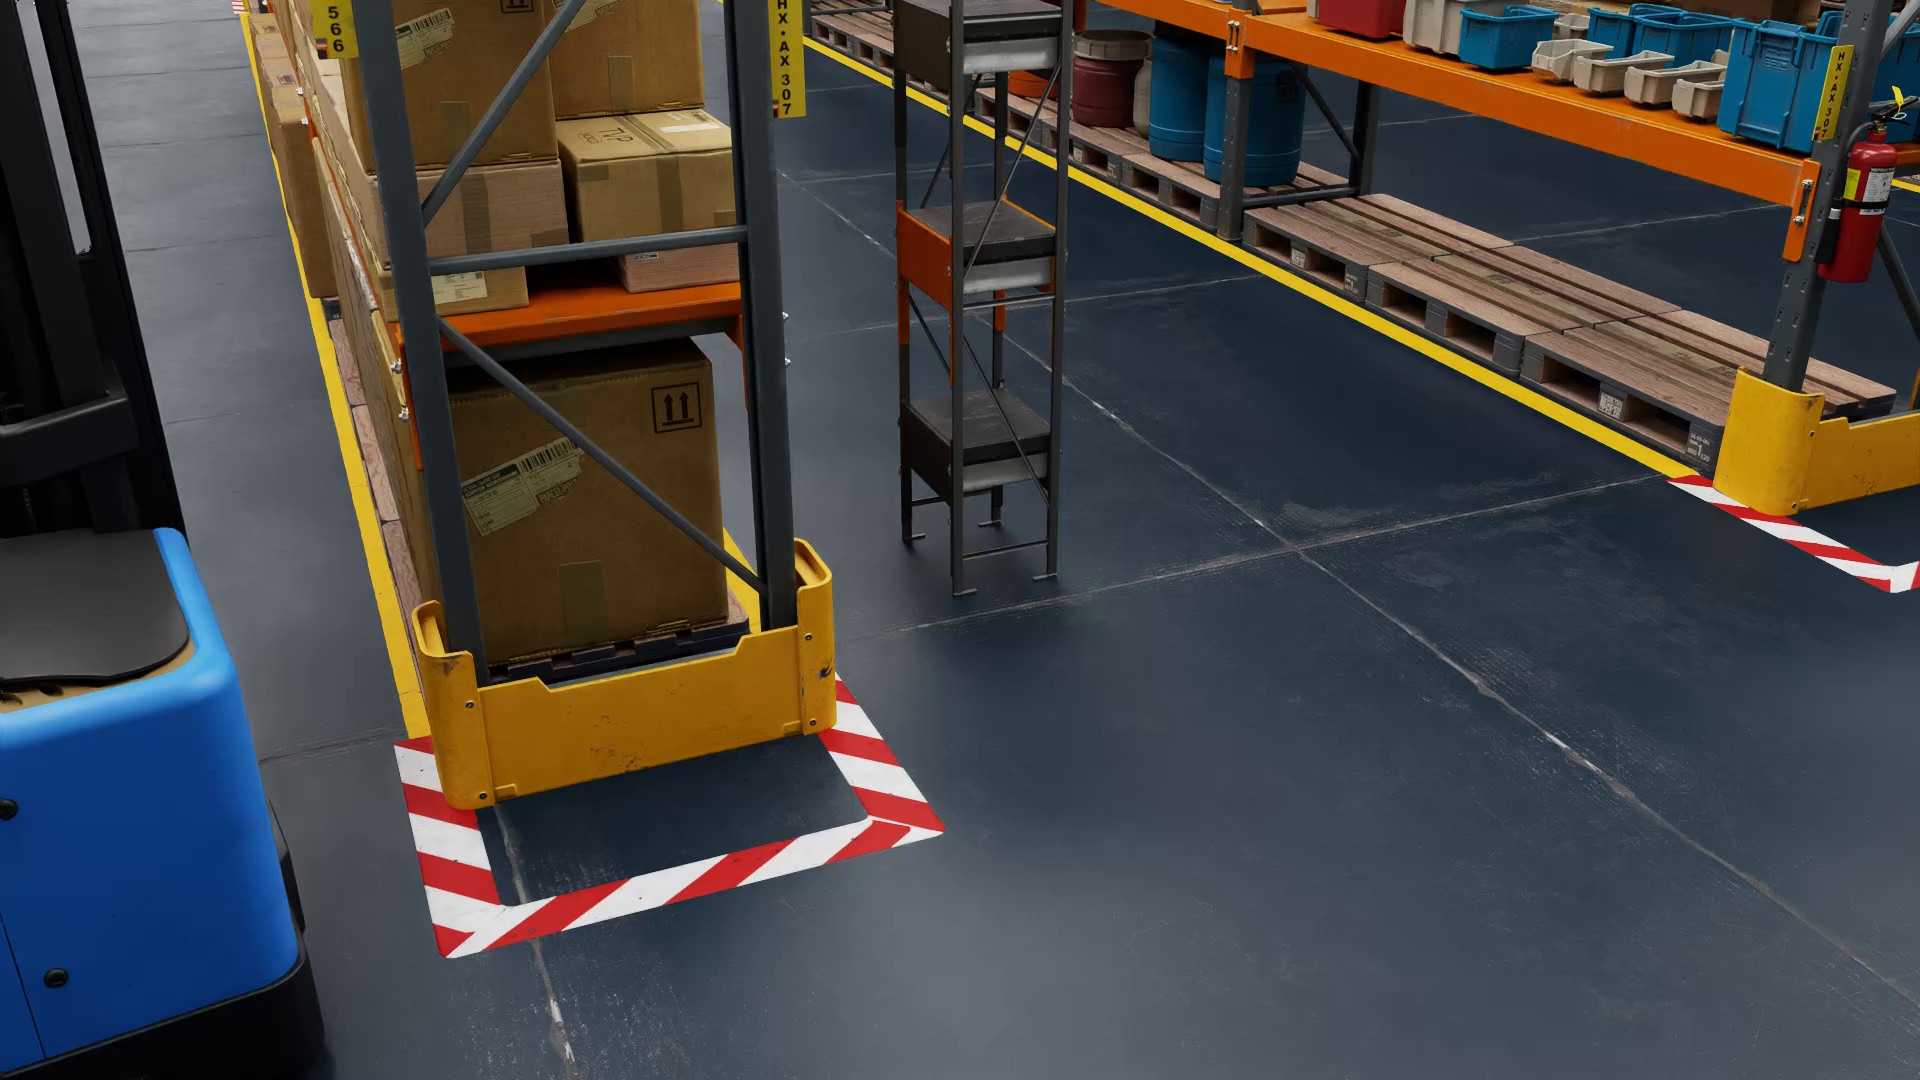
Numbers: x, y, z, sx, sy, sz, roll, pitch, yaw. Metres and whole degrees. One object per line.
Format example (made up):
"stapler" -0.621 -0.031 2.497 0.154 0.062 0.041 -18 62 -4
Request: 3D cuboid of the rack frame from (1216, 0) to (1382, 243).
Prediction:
"rack frame" 2.019 -3.221 9.428 1.000 3.000 0.127 -11 28 -21

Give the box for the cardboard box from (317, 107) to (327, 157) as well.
"cardboard box" -2.220 -1.557 6.307 0.380 0.149 0.250 -10 28 -20

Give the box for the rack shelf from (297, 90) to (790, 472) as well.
"rack shelf" -1.755 -1.239 6.189 1.077 0.370 4.000 -11 28 -21

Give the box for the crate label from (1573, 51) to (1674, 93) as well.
"crate label" 2.868 -2.040 7.243 0.396 0.136 0.243 -11 28 -21

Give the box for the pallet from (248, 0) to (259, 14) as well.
"pallet" -6.922 -5.597 17.472 1.003 0.211 1.213 -11 28 -21

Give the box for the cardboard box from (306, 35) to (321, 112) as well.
"cardboard box" -2.197 -1.792 6.333 0.500 0.250 0.500 -10 28 -19

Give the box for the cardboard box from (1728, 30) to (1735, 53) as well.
"cardboard box" 5.936 -3.496 12.339 0.500 0.500 0.500 -10 28 -20

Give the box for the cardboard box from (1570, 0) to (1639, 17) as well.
"cardboard box" 5.329 -4.113 13.603 0.500 0.500 0.500 -11 28 -21

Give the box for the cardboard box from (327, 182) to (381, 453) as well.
"cardboard box" -2.001 -0.960 6.741 0.875 0.875 0.875 -11 28 -21

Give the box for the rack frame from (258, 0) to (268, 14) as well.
"rack frame" -5.671 -5.600 14.300 1.000 3.000 0.127 -11 28 -21

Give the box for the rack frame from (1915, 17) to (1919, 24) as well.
"rack frame" 6.578 -4.071 11.168 1.000 3.000 0.127 -11 28 -21

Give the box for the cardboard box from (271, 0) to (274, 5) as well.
"cardboard box" -3.757 -3.373 9.625 0.500 0.500 0.500 -11 28 -22

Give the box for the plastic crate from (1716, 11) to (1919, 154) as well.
"plastic crate" 3.283 -1.752 6.311 0.616 0.435 0.499 -11 28 -21

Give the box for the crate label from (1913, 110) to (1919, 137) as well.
"crate label" 3.792 -1.714 6.464 0.416 0.233 0.303 -11 28 -21

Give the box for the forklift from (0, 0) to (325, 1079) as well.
"forklift" -2.625 -0.548 4.032 1.130 2.935 3.031 -15 30 -27

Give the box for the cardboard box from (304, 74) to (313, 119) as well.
"cardboard box" -2.522 -1.868 6.944 0.380 0.149 0.250 -10 28 -19

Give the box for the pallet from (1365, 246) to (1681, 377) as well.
"pallet" 2.824 -1.184 8.435 1.003 0.211 1.213 -11 28 -21

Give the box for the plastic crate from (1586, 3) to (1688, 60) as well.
"plastic crate" 3.159 -2.367 7.801 0.416 0.233 0.300 -11 28 -21

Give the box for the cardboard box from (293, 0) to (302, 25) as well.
"cardboard box" -2.400 -2.336 6.592 0.500 0.500 0.500 -11 28 -21

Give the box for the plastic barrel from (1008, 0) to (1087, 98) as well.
"plastic barrel" 0.660 -3.855 12.721 0.600 0.830 0.708 -11 28 -21

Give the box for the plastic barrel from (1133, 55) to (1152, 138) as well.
"plastic barrel" 1.406 -3.043 11.422 0.421 0.512 0.421 0 26 0

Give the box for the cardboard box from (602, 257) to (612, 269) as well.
"cardboard box" -0.909 -0.946 5.054 0.380 0.149 0.250 -11 28 -21

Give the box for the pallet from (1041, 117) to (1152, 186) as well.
"pallet" 1.274 -2.780 11.703 1.003 0.211 1.213 -11 28 -21

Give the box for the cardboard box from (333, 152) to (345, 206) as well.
"cardboard box" -1.918 -1.246 5.670 0.380 0.149 0.250 -10 28 -20

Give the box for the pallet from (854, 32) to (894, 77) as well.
"pallet" -0.289 -4.394 15.009 1.003 0.211 1.213 -11 28 -21

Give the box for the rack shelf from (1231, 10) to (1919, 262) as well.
"rack shelf" 2.802 -2.090 7.932 1.077 0.370 4.000 -11 28 -21

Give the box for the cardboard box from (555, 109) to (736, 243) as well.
"cardboard box" -0.911 -1.062 4.837 0.500 0.250 0.500 -11 28 -22

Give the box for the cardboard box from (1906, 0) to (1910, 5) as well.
"cardboard box" 9.736 -5.441 15.947 0.750 0.750 0.750 -11 28 -21

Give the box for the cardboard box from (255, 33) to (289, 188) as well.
"cardboard box" -3.512 -2.575 10.049 1.225 0.875 0.875 -10 28 -20

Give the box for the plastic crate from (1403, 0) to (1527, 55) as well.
"plastic crate" 2.448 -2.547 8.114 0.437 0.282 0.530 -11 28 -21

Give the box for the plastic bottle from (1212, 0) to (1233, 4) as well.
"plastic bottle" 1.567 -3.269 9.668 0.152 0.276 0.135 -11 28 -21

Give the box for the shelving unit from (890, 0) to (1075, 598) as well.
"shelving unit" 0.065 -0.877 5.652 0.431 2.100 0.503 -11 28 -21

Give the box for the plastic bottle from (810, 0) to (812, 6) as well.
"plastic bottle" -1.543 -5.484 16.751 0.097 0.201 0.097 0 26 0

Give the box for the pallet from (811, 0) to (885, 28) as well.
"pallet" -1.338 -5.476 17.225 1.003 0.211 1.213 -11 28 -21

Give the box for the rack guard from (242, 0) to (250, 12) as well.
"rack guard" -7.208 -6.060 18.093 1.175 0.500 0.348 -11 28 -21

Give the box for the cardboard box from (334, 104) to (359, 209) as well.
"cardboard box" -1.604 -1.176 5.072 0.500 0.250 0.500 -11 28 -21

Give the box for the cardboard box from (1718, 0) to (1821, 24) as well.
"cardboard box" 6.222 -4.123 12.768 0.500 0.250 0.500 -11 28 -20

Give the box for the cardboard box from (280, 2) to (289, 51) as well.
"cardboard box" -3.160 -2.758 8.365 0.500 0.500 0.500 -10 28 -19

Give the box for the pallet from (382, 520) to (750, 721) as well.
"pallet" -1.357 0.189 5.623 1.003 0.211 1.213 -11 28 -21

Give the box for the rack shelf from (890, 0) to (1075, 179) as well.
"rack shelf" 0.065 -1.493 5.351 0.431 0.518 0.480 -11 28 -21

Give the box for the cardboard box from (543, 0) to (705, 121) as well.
"cardboard box" -1.107 -1.600 5.086 0.500 0.500 0.500 -11 28 -22

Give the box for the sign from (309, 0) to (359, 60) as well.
"sign" -1.476 -1.294 3.892 0.100 0.325 0.005 -11 28 -21

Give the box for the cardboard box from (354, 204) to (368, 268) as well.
"cardboard box" -1.615 -0.936 5.035 0.380 0.149 0.250 -11 28 -20
